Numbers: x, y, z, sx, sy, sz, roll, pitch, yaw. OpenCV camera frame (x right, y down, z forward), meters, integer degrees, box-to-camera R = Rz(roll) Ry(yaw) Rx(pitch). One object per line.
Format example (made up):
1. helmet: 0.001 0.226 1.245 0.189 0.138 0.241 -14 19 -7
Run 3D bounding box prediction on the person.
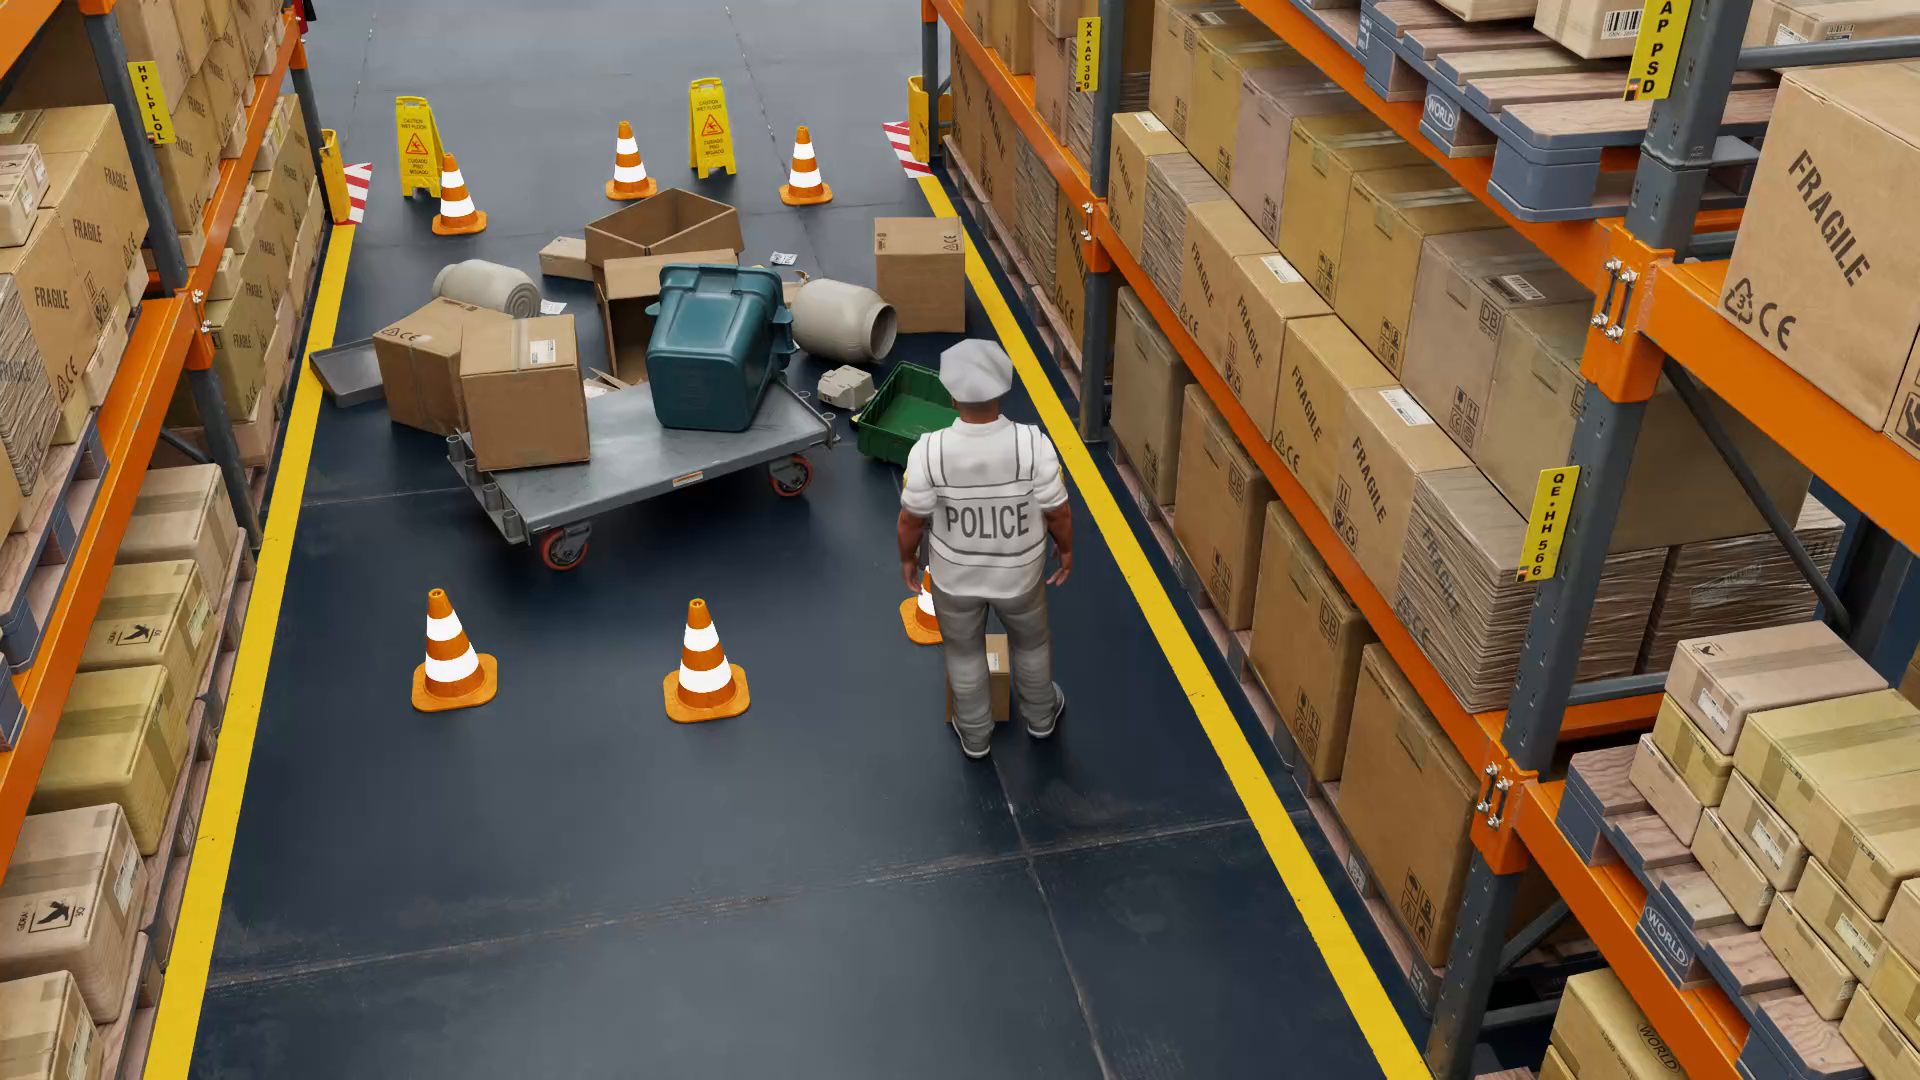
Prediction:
1. person: 0.100 0.032 6.048 0.642 1.779 0.573 0 34 0
